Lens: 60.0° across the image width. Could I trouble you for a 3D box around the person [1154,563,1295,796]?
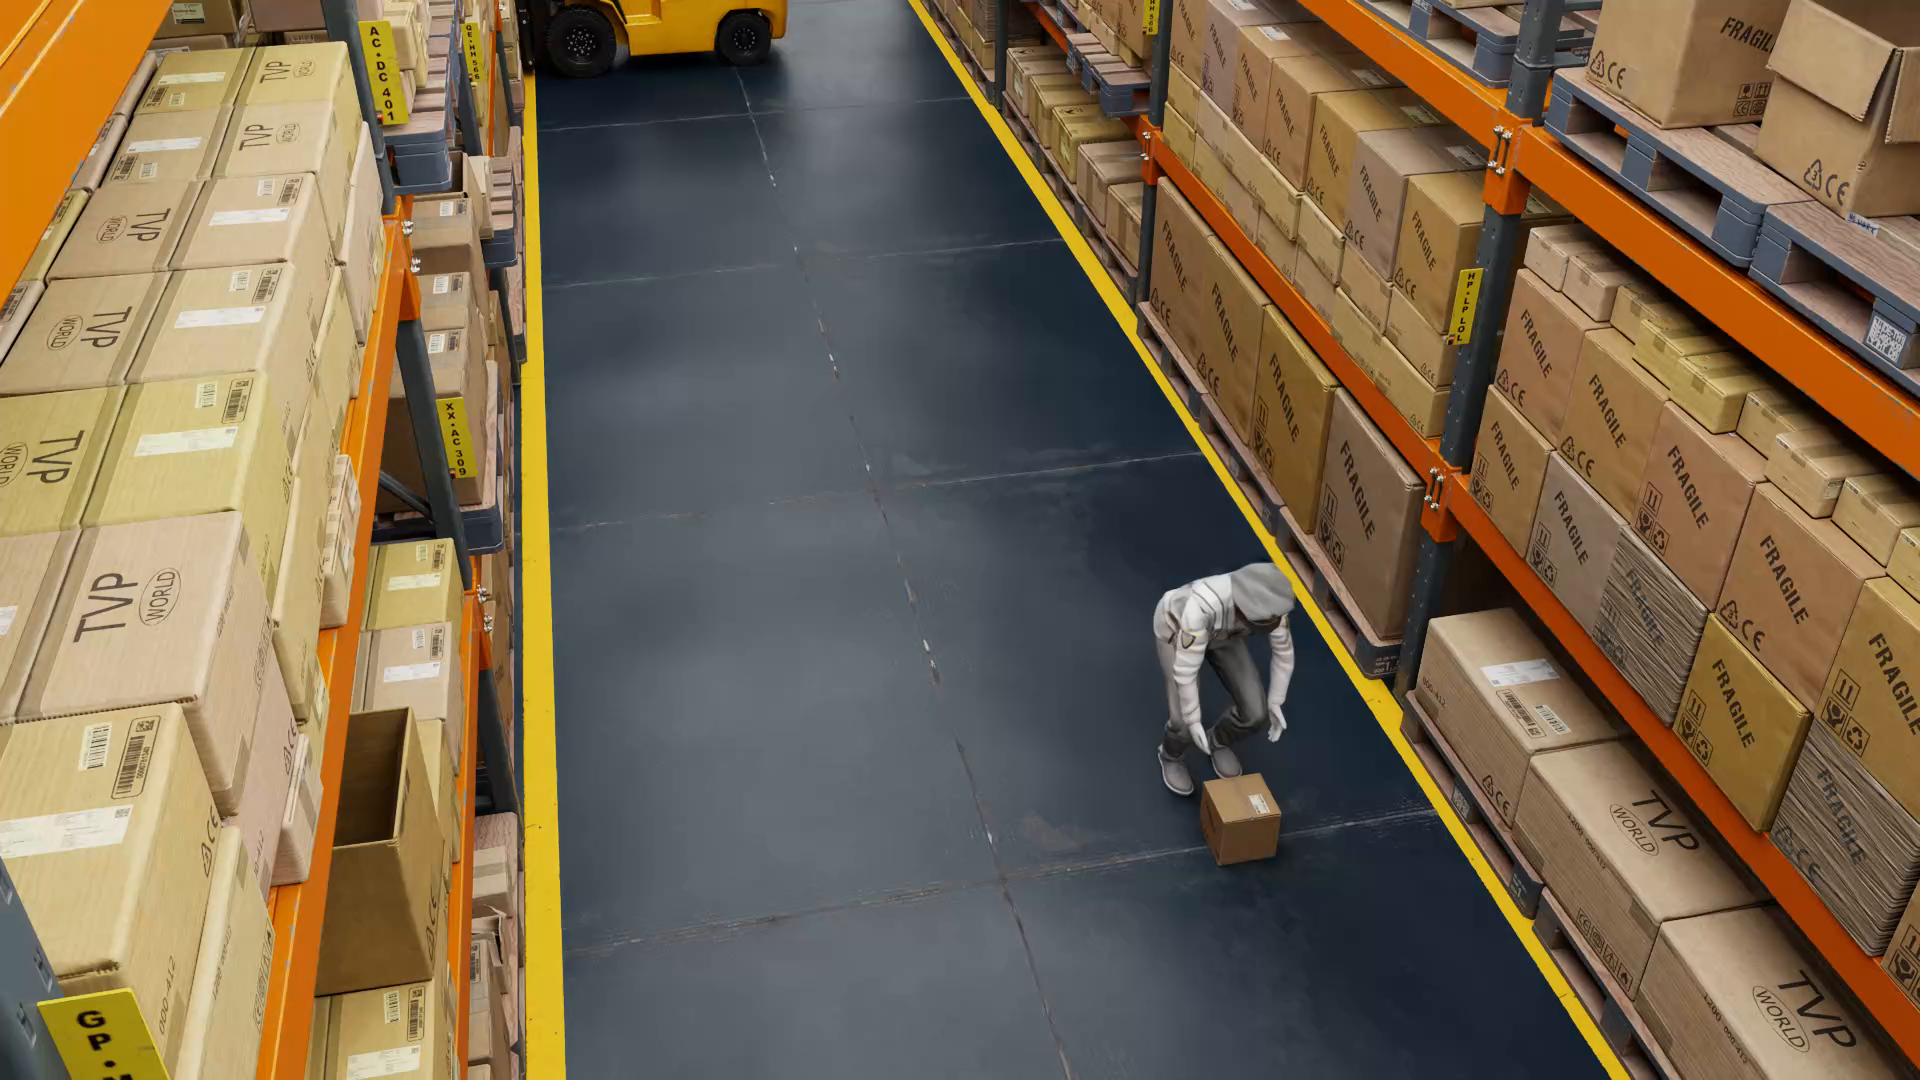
[{"bbox_3d":[1.103,0.523,6.953,0.531,1.263,0.764,-8,35,-11],"label":"person"}]
